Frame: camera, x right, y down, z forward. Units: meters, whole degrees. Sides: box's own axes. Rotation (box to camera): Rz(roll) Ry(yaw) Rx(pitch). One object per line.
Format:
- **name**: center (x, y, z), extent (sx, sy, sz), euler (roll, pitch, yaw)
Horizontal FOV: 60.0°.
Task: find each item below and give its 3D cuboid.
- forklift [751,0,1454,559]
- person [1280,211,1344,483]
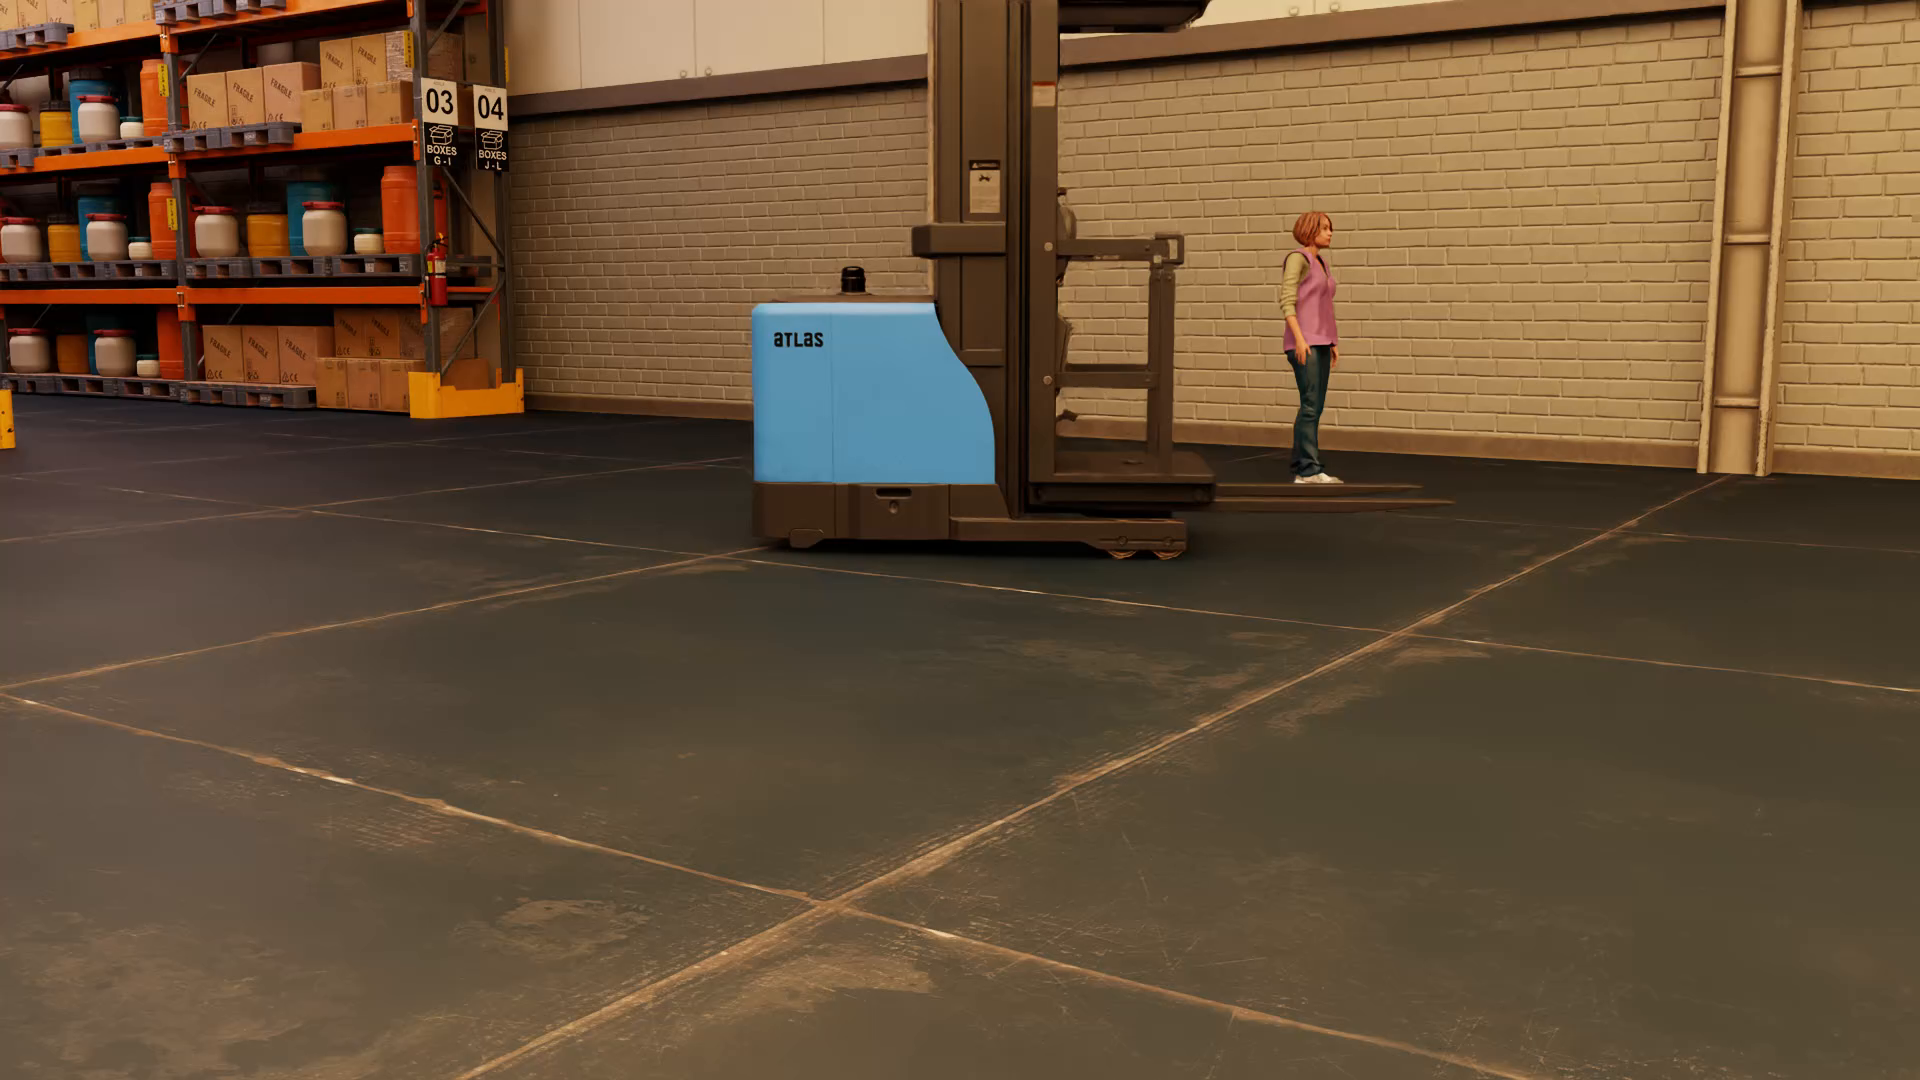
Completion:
- **forklift**: center (0.631, -1.448, 7.379), extent (3.031, 2.935, 1.130), euler (0, 8, 3)
- **person**: center (2.110, -1.093, 9.644), extent (0.469, 1.589, 0.527), euler (5, 10, 33)
